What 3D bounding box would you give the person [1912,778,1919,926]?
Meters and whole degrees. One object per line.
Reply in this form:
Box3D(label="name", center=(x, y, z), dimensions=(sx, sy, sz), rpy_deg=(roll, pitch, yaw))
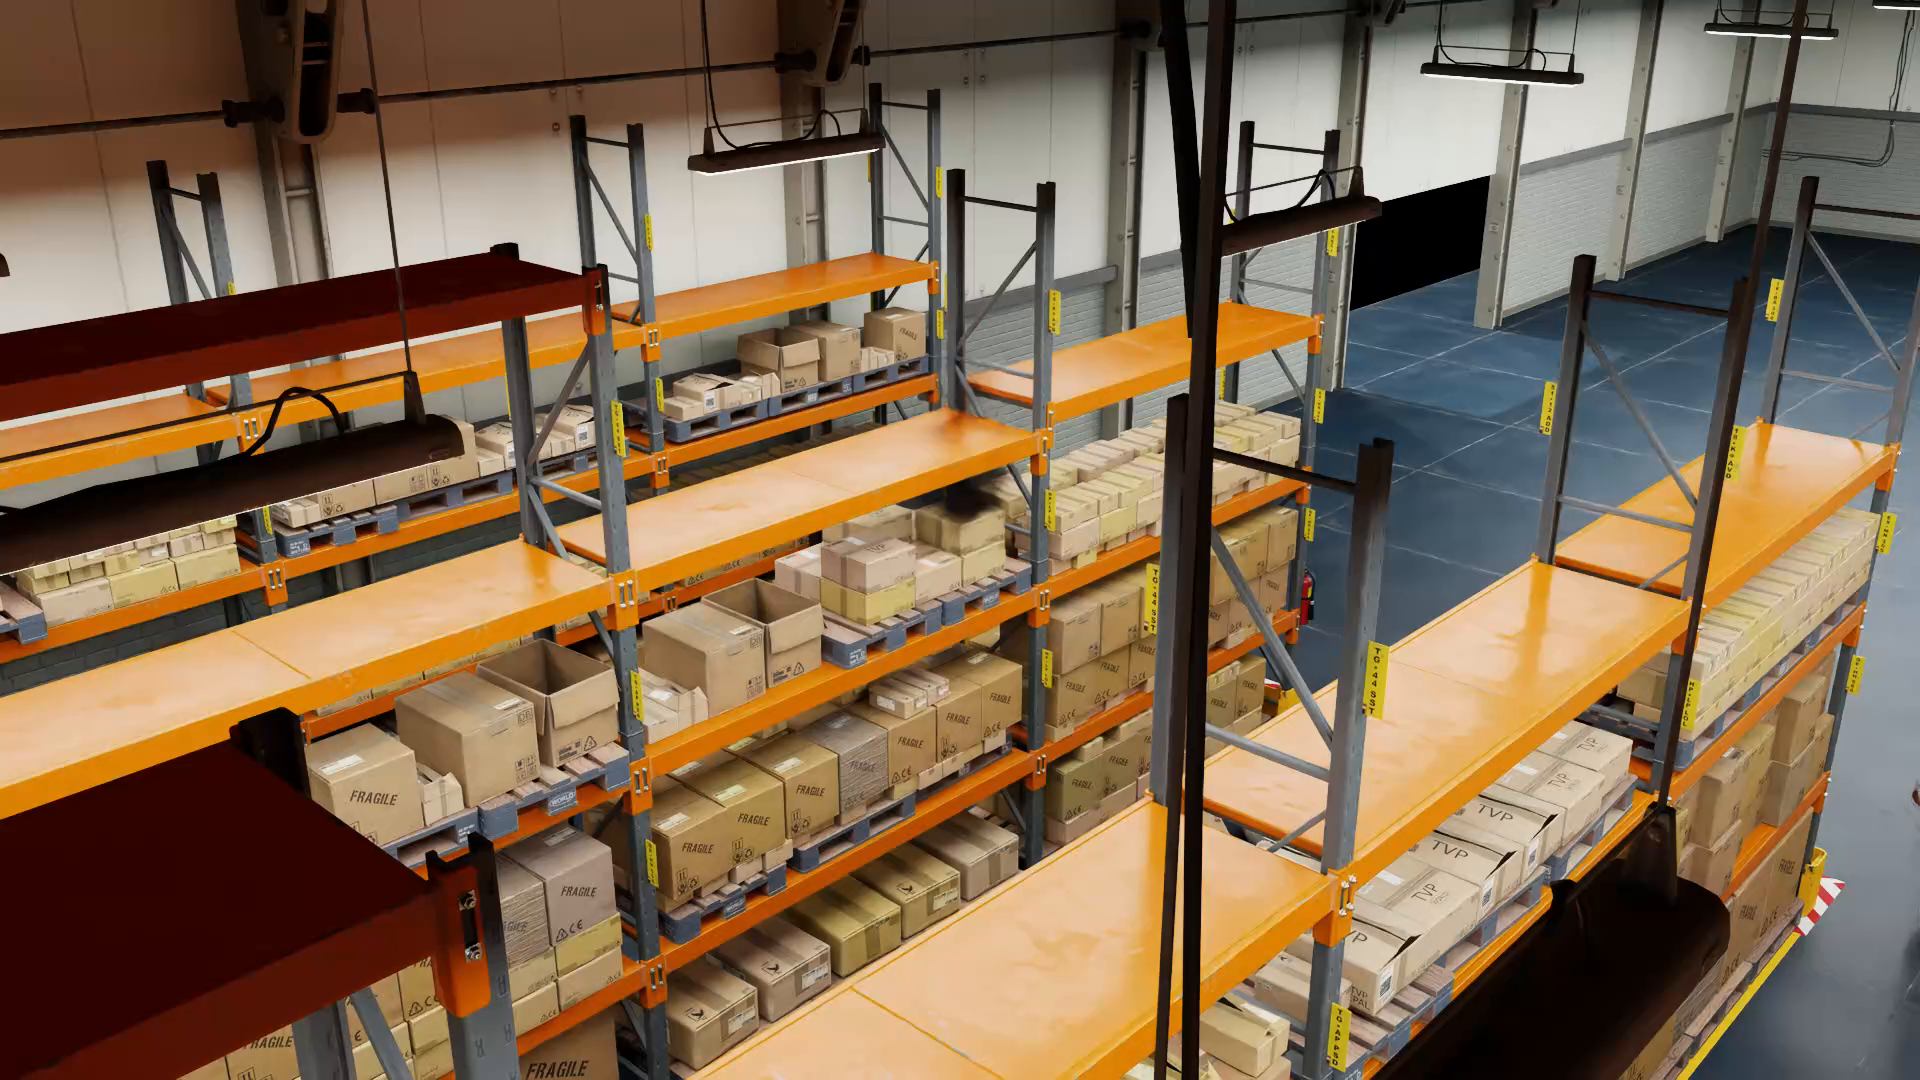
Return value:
Box3D(label="person", center=(8.078, 2.362, 13.508), dimensions=(0.699, 1.773, 0.639), rpy_deg=(12, 24, 27))
